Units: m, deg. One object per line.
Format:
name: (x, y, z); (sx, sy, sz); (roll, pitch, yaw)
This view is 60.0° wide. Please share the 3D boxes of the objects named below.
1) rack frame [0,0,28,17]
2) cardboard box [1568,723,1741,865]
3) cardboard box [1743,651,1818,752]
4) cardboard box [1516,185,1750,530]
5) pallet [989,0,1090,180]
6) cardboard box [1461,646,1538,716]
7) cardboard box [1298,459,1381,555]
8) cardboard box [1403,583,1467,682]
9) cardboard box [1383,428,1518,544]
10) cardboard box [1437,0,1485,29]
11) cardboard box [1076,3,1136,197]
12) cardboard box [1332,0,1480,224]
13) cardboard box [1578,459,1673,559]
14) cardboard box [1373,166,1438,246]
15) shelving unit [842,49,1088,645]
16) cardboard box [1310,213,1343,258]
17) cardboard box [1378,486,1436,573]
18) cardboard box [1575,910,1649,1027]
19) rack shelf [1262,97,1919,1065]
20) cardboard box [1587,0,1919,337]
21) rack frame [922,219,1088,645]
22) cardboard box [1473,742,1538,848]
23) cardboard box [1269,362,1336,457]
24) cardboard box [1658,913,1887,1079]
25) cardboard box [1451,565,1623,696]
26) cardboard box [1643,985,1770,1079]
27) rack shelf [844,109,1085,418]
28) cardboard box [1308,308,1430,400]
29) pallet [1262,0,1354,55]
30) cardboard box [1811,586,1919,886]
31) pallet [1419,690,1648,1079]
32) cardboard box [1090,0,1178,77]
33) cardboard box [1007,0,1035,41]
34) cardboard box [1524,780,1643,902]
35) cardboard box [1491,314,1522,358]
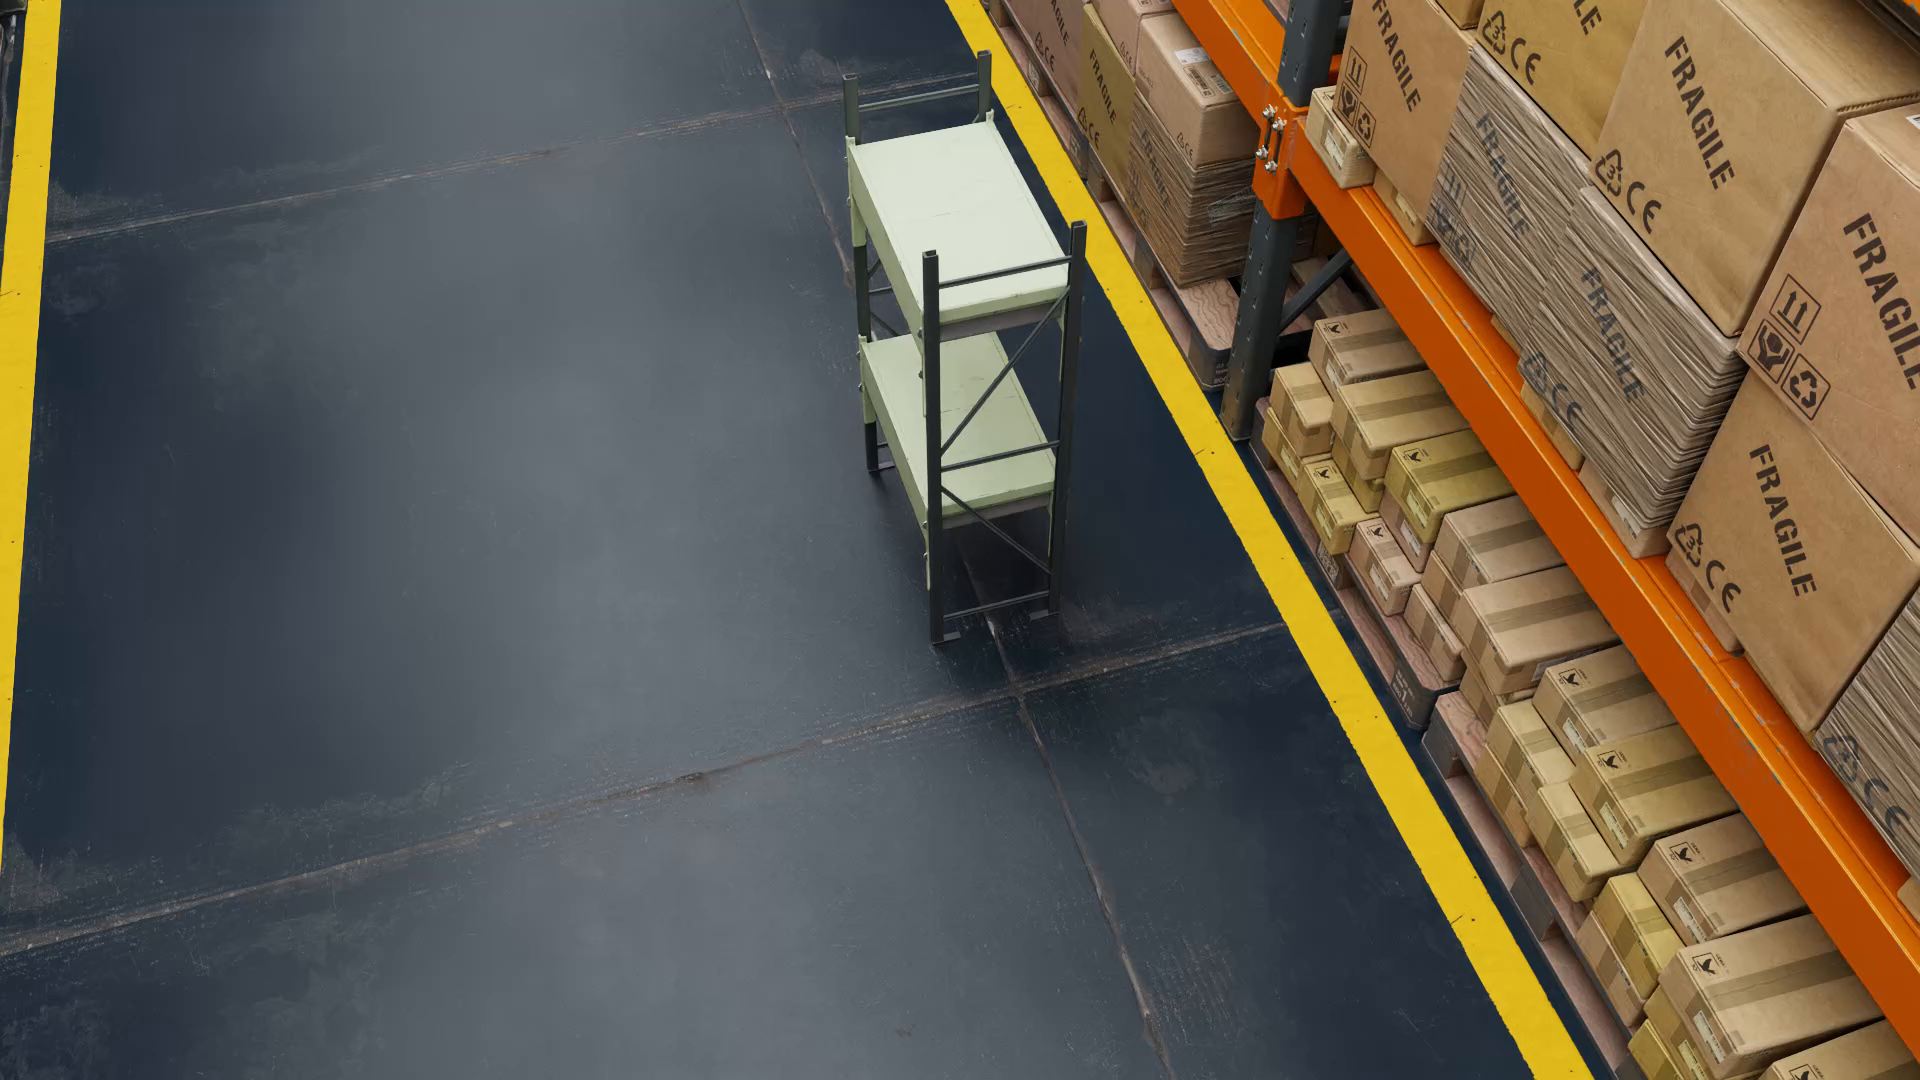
rack frame: (-4.516, -3.172, 5.962); (1.000, 3.000, 0.127); (-13, 51, -11)
cardboard box: (1.707, 0.594, 3.988); (0.380, 0.149, 0.250); (-13, 51, -11)
cardboard box: (1.791, 0.234, 3.255); (0.380, 0.149, 0.250); (-13, 51, -10)
cardboard box: (1.539, -0.417, 3.380); (0.500, 0.500, 0.500); (-14, 51, -12)
pallet: (0.770, -2.006, 6.803); (1.003, 0.211, 1.213); (-13, 51, -11)
cardboard box: (1.570, 0.319, 4.414); (0.380, 0.149, 0.250); (-11, 51, -9)
cardboard box: (1.245, -0.127, 4.985); (0.380, 0.149, 0.250); (-12, 51, -10)
cardboard box: (1.491, 0.217, 4.695); (0.380, 0.149, 0.250); (-14, 51, -12)
cardboard box: (1.416, -0.165, 4.628); (0.380, 0.149, 0.250); (-14, 51, -11)
cardboard box: (1.266, -1.509, 3.647); (0.500, 0.500, 0.500); (-12, 51, -10)
cardboard box: (0.755, -1.632, 6.024); (0.500, 0.500, 0.500); (-14, 51, -12)
cardboard box: (1.271, -1.153, 4.000); (0.500, 0.500, 0.500); (-14, 51, -12)
cardboard box: (1.573, -0.131, 3.563); (0.380, 0.149, 0.250); (-11, 51, -9)
cardboard box: (1.284, -0.910, 4.220); (0.380, 0.149, 0.250); (-12, 51, -10)
shelving unit: (-0.002, -0.488, 4.681); (0.431, 1.500, 0.755); (-13, 51, -11)
cardboard box: (1.401, -1.373, 5.806); (0.500, 0.500, 0.500); (-12, 51, -10)
cardboard box: (1.434, -0.085, 4.755); (0.380, 0.149, 0.250); (-14, 51, -11)
cardboard box: (1.743, 0.993, 4.041); (0.380, 0.149, 0.250); (-12, 51, -10)
rack shelf: (1.957, 0.249, 3.549); (1.077, 0.370, 4.000); (-13, 51, -11)
cardboard box: (1.554, -0.759, 3.014); (0.500, 0.500, 0.500); (-13, 51, -10)
rack frame: (0.106, -0.221, 4.455); (0.400, 1.500, 0.023); (-13, 51, -11)
cardboard box: (1.589, 0.617, 4.358); (0.380, 0.149, 0.250); (-15, 51, -12)
cardboard box: (1.167, -0.419, 5.037); (0.380, 0.149, 0.250); (-11, 51, -9)
cardboard box: (1.784, 0.996, 3.649); (0.380, 0.149, 0.250); (-12, 51, -10)
cardboard box: (1.513, 0.224, 4.300); (0.380, 0.149, 0.250); (-12, 51, -10)
cardboard box: (1.799, 1.090, 3.765); (0.380, 0.149, 0.250); (-13, 51, -10)
rack shelf: (-0.002, -0.740, 4.382); (0.431, 0.370, 0.720); (-13, 51, -11)
cardboard box: (1.270, -0.553, 4.956); (0.380, 0.149, 0.250); (-11, 51, -9)
pallet: (1.279, -1.973, 5.077); (1.003, 0.211, 1.213); (-13, 51, -11)
cardboard box: (1.863, 0.334, 2.746); (0.500, 0.500, 0.500); (-13, 51, -11)
pallet: (1.963, 0.830, 4.412); (1.003, 0.211, 1.213); (-13, 51, -11)
cardboard box: (0.765, -1.880, 5.743); (0.500, 0.250, 0.500); (-11, 51, -9)
cardboard box: (0.457, -2.380, 6.655); (0.500, 0.500, 0.500); (-14, 51, -12)
cardboard box: (1.633, 0.704, 4.090); (0.380, 0.149, 0.250); (-13, 51, -11)
cardboard box: (1.488, -0.527, 3.897); (0.380, 0.149, 0.250); (-15, 52, -13)
